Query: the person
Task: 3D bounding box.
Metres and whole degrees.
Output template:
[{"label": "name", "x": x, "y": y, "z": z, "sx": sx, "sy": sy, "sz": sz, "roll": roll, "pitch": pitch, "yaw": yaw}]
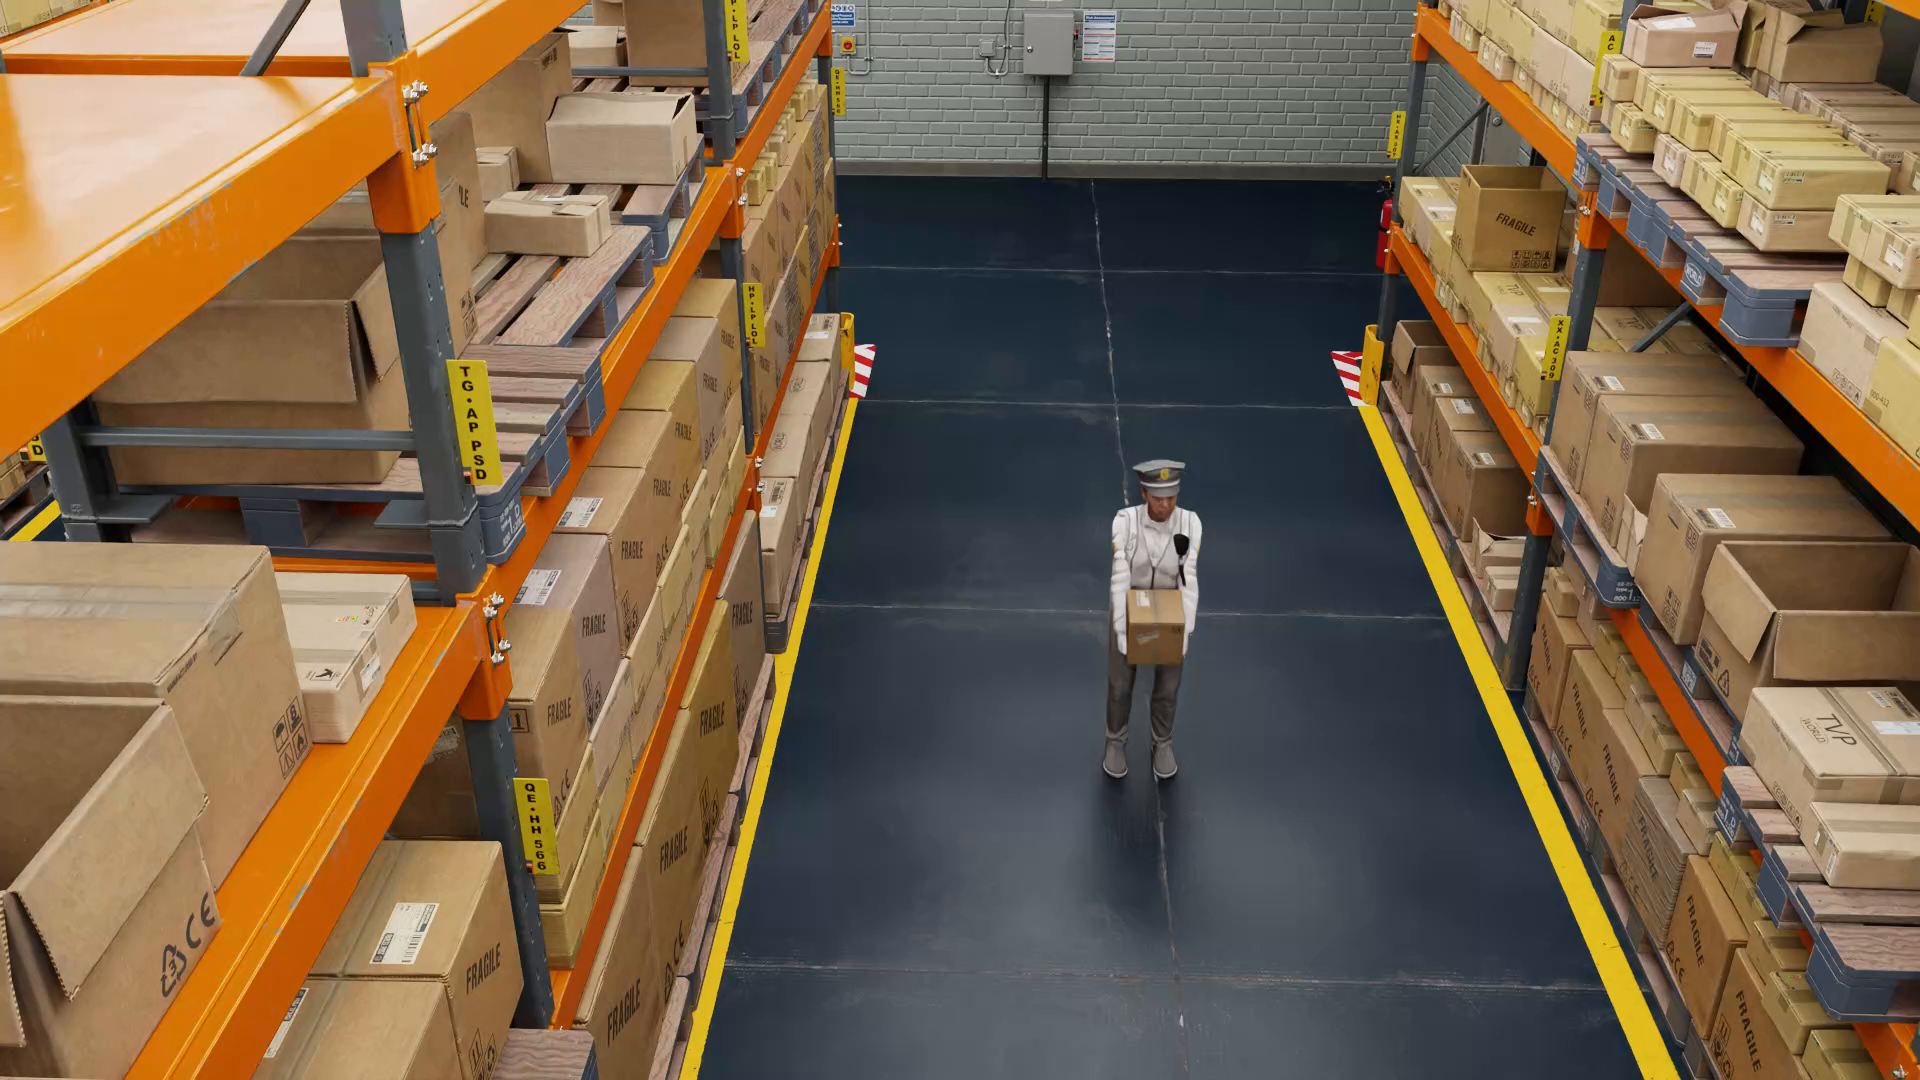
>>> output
[{"label": "person", "x": 0.924, "y": 0.367, "z": 7.932, "sx": 0.545, "sy": 1.663, "sz": 0.376, "roll": -1, "pitch": 28, "yaw": -1}]
